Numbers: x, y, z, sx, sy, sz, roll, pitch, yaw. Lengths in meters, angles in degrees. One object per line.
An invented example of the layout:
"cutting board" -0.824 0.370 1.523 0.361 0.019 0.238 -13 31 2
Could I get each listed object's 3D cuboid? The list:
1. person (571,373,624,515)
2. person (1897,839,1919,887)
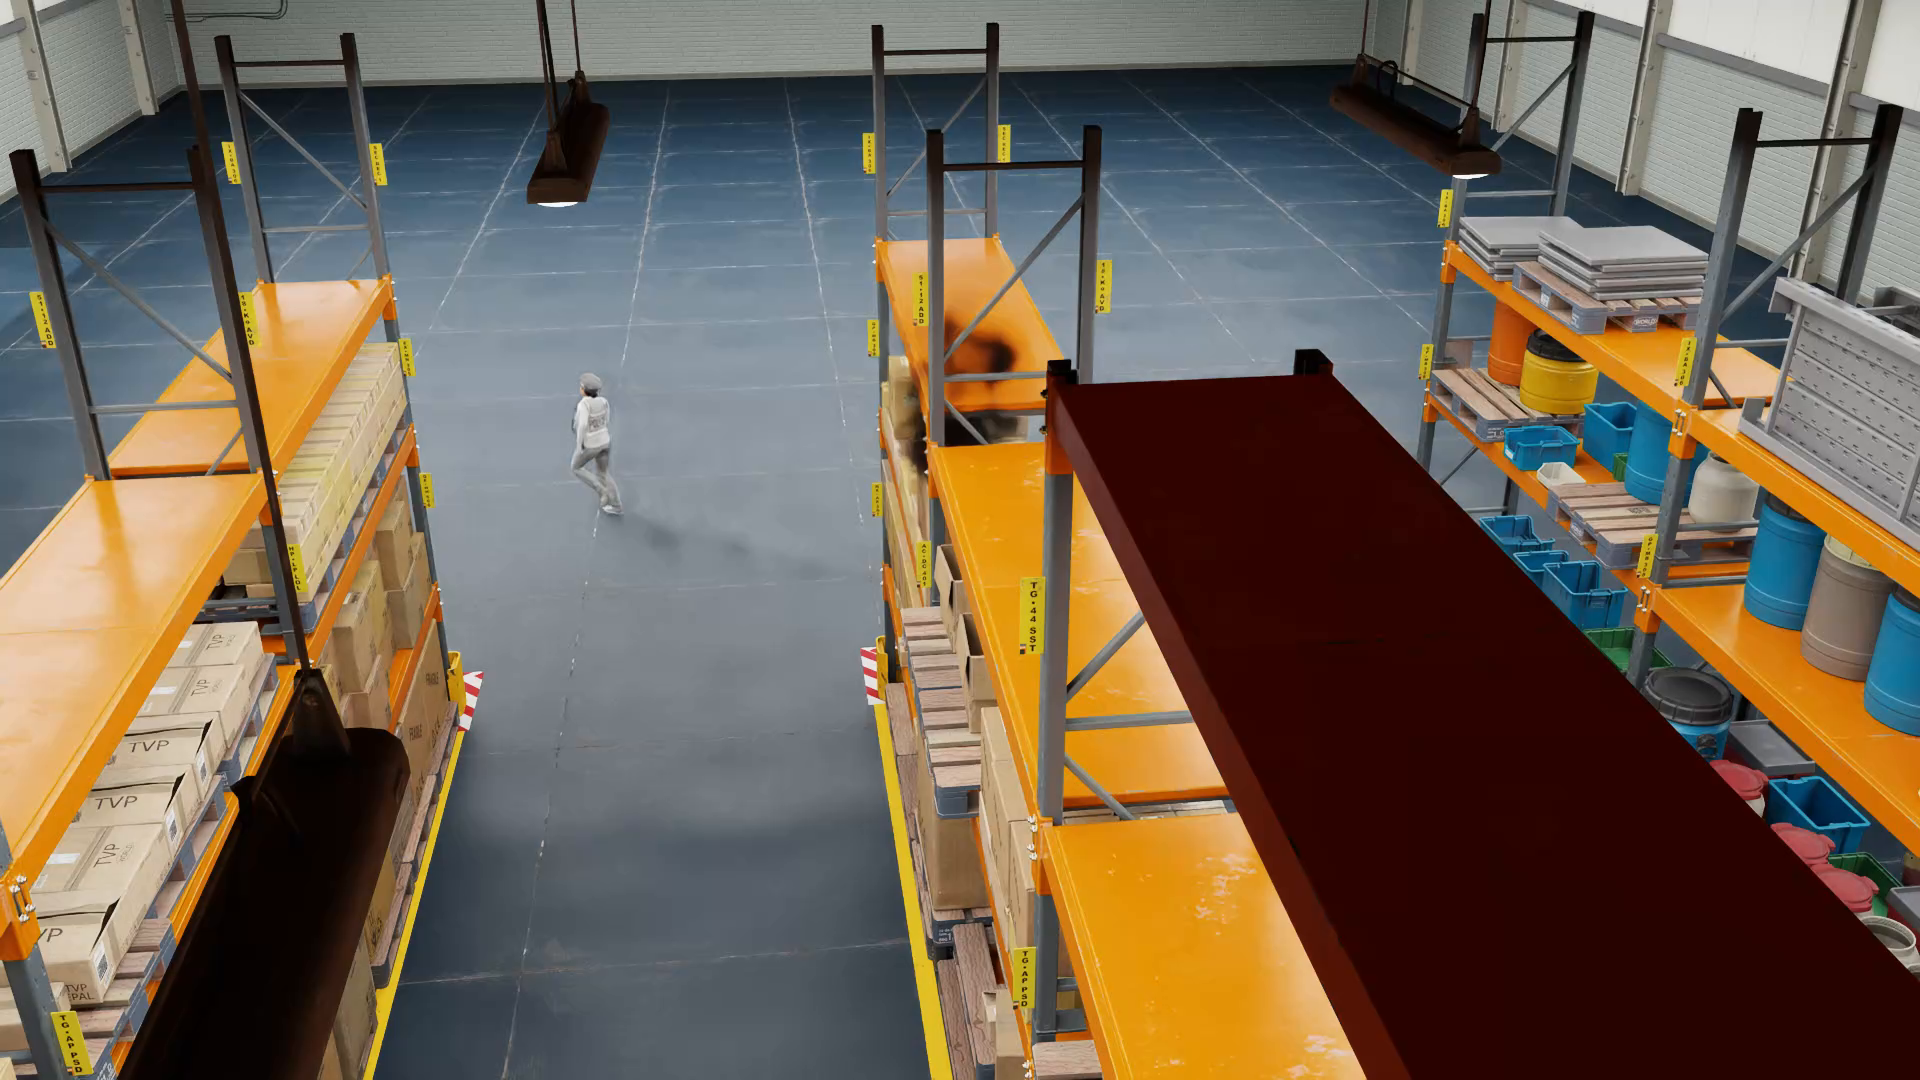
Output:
"person" -4.186 -1.085 18.841 0.699 1.648 0.634 17 31 32
"person" 6.791 2.318 11.649 0.573 1.658 0.964 -3 26 -7
